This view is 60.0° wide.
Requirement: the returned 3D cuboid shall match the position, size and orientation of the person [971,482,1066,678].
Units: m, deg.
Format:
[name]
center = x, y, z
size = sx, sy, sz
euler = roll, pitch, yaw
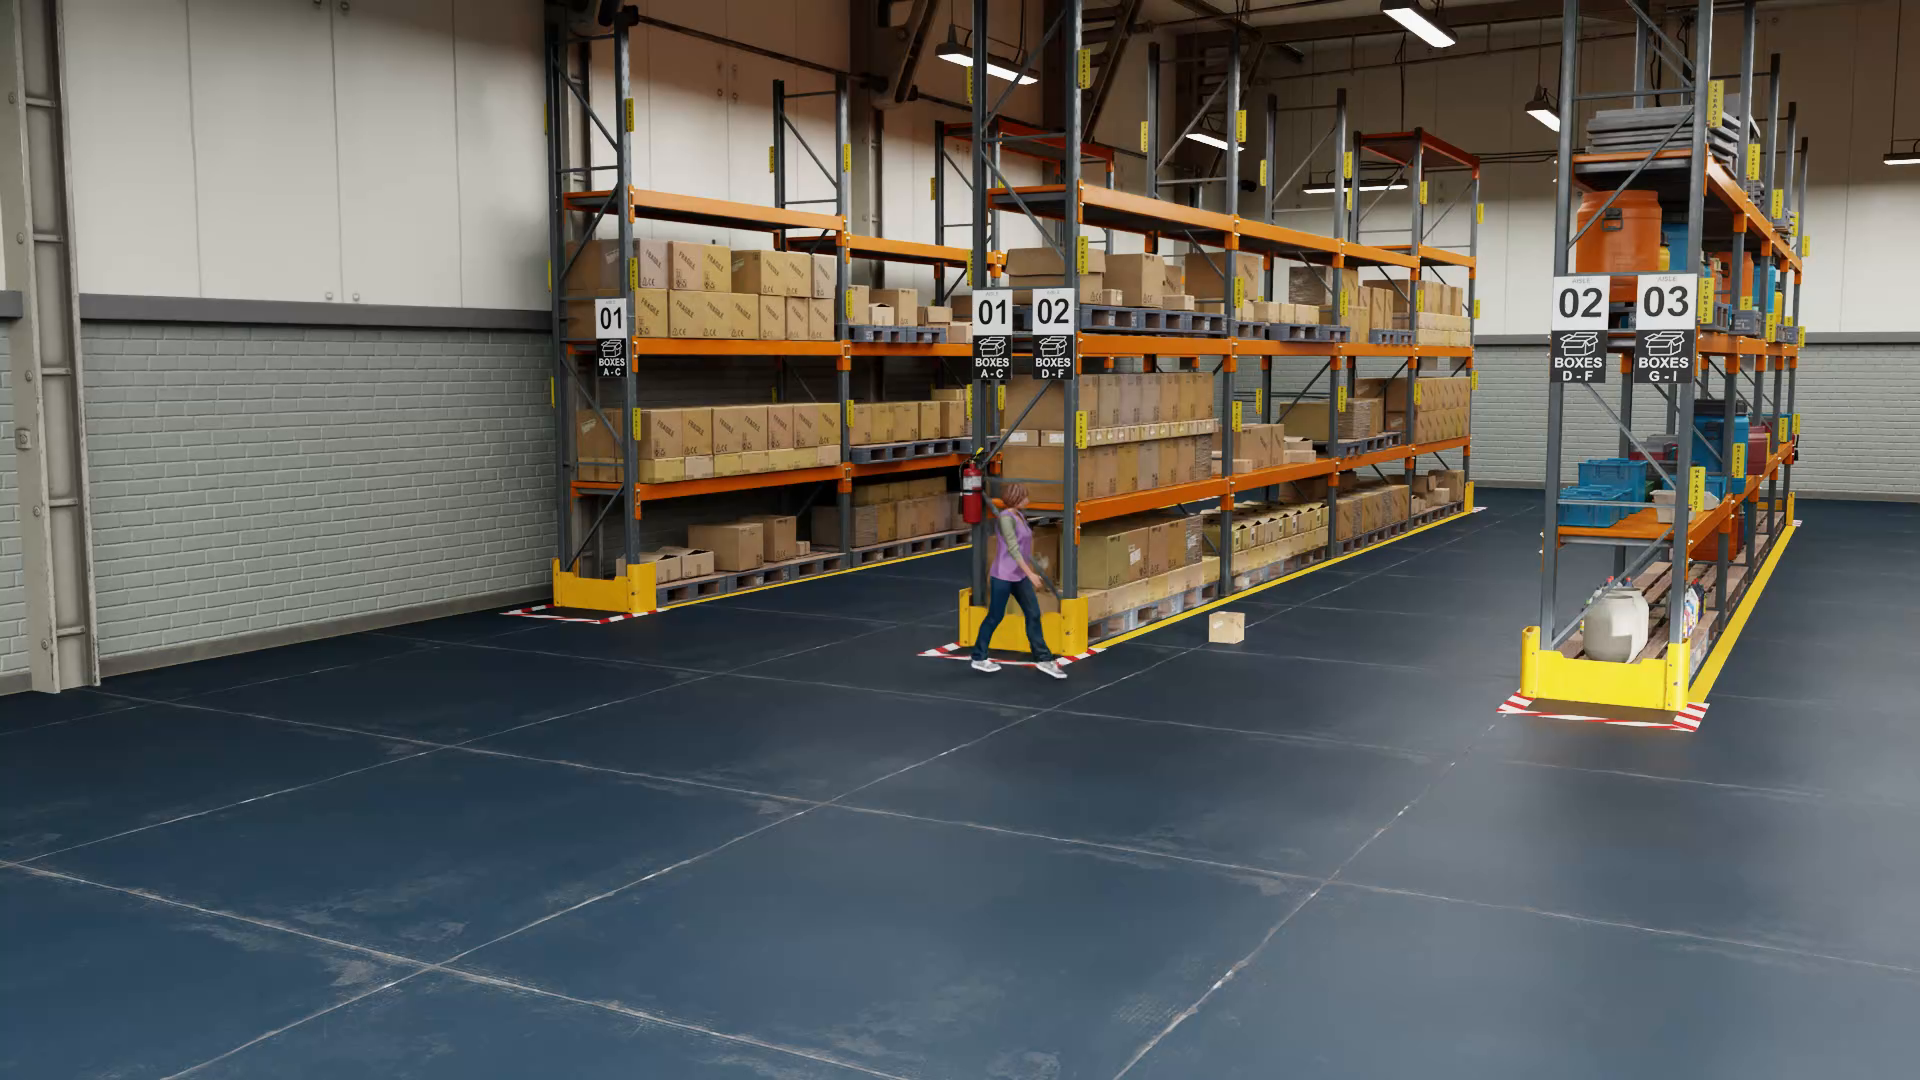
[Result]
[person]
center = 0.472, 0.320, 13.545
size = 0.809, 1.590, 0.423
euler = 3, 7, 25
